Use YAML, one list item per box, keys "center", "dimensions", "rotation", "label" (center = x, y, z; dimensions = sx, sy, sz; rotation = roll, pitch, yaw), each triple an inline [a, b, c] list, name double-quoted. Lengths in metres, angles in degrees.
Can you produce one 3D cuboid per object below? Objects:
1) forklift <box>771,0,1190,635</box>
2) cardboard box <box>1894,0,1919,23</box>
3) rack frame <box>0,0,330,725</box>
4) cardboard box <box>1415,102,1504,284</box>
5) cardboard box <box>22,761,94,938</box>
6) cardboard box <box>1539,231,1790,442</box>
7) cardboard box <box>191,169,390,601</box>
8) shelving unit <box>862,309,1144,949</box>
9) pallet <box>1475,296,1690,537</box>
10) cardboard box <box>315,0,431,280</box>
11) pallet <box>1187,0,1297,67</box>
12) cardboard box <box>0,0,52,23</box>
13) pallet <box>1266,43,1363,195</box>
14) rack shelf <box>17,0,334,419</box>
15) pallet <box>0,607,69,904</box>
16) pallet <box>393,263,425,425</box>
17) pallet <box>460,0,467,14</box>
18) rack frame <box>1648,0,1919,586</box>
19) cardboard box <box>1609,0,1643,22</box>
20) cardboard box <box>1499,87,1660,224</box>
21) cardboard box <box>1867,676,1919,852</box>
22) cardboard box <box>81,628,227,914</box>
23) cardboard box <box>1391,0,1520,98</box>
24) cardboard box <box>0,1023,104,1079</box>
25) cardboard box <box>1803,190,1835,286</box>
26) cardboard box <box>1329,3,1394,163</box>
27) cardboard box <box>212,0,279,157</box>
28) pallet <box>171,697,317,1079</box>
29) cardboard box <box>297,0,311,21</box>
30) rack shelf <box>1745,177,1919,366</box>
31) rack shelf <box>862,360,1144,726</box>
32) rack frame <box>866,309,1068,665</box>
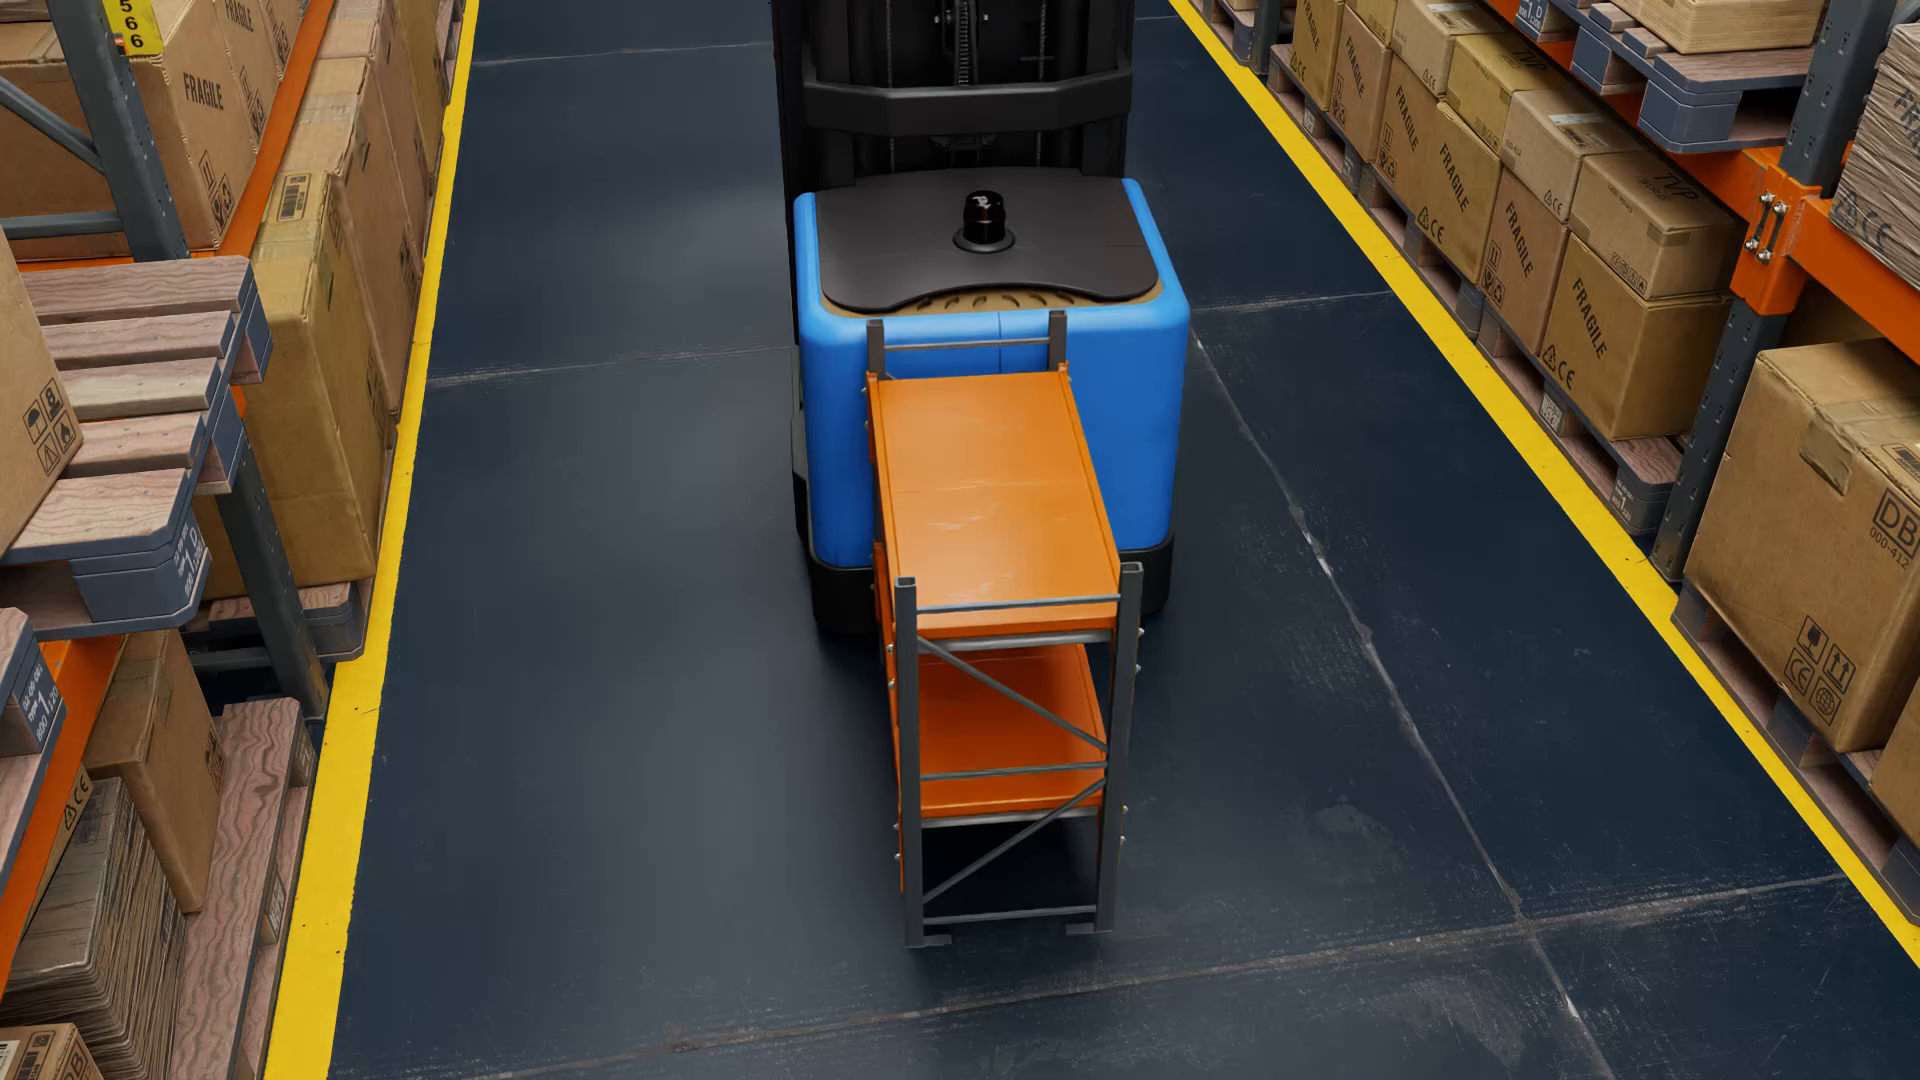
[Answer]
- center: [-0.045, -1.778, 5.150]
  dimensions: [1.130, 2.935, 3.031]
  rotation: [-4, 38, -4]
  label: "forklift"
- center: [2.760, -1.495, 4.592]
  dimensions: [0.380, 0.149, 0.250]
  rotation: [-7, 38, -9]
  label: "cardboard box"
- center: [-2.261, -0.664, 3.660]
  dimensions: [1.000, 3.000, 0.127]
  rotation: [-6, 38, -8]
  label: "rack frame"
- center: [2.071, -1.316, 6.194]
  dimensions: [0.500, 0.500, 0.500]
  rotation: [-8, 39, -10]
  label: "cardboard box"
- center: [-2.011, 0.574, 3.134]
  dimensions: [0.500, 0.250, 0.500]
  rotation: [-2, 38, -3]
  label: "cardboard box"
- center: [2.267, -0.684, 5.381]
  dimensions: [0.500, 0.500, 0.500]
  rotation: [-6, 38, -8]
  label: "cardboard box"
- center: [-2.361, -0.410, 4.722]
  dimensions: [1.225, 0.875, 0.875]
  rotation: [-8, 39, -10]
  label: "cardboard box"
- center: [0.068, 0.202, 4.073]
  dimensions: [0.538, 1.125, 1.048]
  rotation: [-4, 38, -5]
  label: "shelving unit"
- center: [2.505, -0.507, 5.731]
  dimensions: [1.003, 0.211, 1.213]
  rotation: [-6, 38, -8]
  label: "pallet"
- center: [-2.673, -1.483, 6.103]
  dimensions: [1.225, 0.875, 0.875]
  rotation: [-7, 38, -10]
  label: "cardboard box"
- center: [1.786, -2.853, 8.750]
  dimensions: [1.003, 0.211, 1.213]
  rotation: [-6, 38, -8]
  label: "pallet"
- center: [-2.373, -1.543, 3.892]
  dimensions: [0.797, 0.503, 0.637]
  rotation: [-5, 38, -6]
  label: "cardboard box"
- center: [2.077, -1.981, 7.628]
  dimensions: [1.003, 0.211, 1.213]
  rotation: [-6, 38, -8]
  label: "pallet"
- center: [-2.611, -1.588, 5.435]
  dimensions: [1.077, 0.370, 4.000]
  rotation: [-6, 38, -8]
  label: "rack shelf"
- center: [-1.873, 0.603, 2.185]
  dimensions: [1.003, 0.211, 1.213]
  rotation: [-6, 38, -8]
  label: "pallet"
- center: [-2.535, -0.782, 6.085]
  dimensions: [1.003, 0.211, 1.213]
  rotation: [-6, 38, -8]
  label: "pallet"
- center: [-3.235, -3.185, 9.177]
  dimensions: [1.003, 0.211, 1.213]
  rotation: [-6, 38, -8]
  label: "pallet"
- center: [2.640, -1.136, 4.268]
  dimensions: [1.000, 3.000, 0.127]
  rotation: [-6, 38, -8]
  label: "rack frame"
- center: [2.059, -1.602, 4.729]
  dimensions: [0.380, 0.149, 0.250]
  rotation: [-6, 38, -8]
  label: "cardboard box"
- center: [2.163, -1.300, 5.562]
  dimensions: [0.500, 0.250, 0.500]
  rotation: [-6, 38, -7]
  label: "cardboard box"
- center: [2.815, 0.491, 3.664]
  dimensions: [1.050, 0.750, 0.750]
  rotation: [-6, 38, -7]
  label: "cardboard box"
- center: [-2.123, 0.552, 3.773]
  dimensions: [0.700, 0.500, 0.500]
  rotation: [-8, 39, -10]
  label: "cardboard box"
- center: [1.989, -1.923, 6.364]
  dimensions: [0.500, 0.250, 0.500]
  rotation: [-5, 38, -6]
  label: "cardboard box"
- center: [-1.907, 1.227, 2.904]
  dimensions: [0.700, 0.500, 0.500]
  rotation: [-3, 38, -4]
  label: "cardboard box"
- center: [2.758, -1.054, 5.245]
  dimensions: [0.500, 0.250, 0.500]
  rotation: [-8, 39, -10]
  label: "cardboard box"
- center: [1.902, -1.937, 6.993]
  dimensions: [0.500, 0.500, 0.500]
  rotation: [-5, 38, -6]
  label: "cardboard box"
- center: [-2.171, -1.337, 4.445]
  dimensions: [0.500, 0.500, 0.500]
  rotation: [-7, 38, -9]
  label: "cardboard box"
- center: [-2.125, 0.909, 3.907]
  dimensions: [1.003, 0.211, 1.213]
  rotation: [-6, 38, -8]
  label: "pallet"
- center: [-2.350, -1.949, 5.232]
  dimensions: [0.500, 0.500, 0.500]
  rotation: [-6, 38, -8]
  label: "cardboard box"
- center: [2.991, 0.356, 2.933]
  dimensions: [1.077, 0.370, 4.000]
  rotation: [-6, 38, -8]
  label: "rack shelf"
- center: [0.068, -0.029, 3.893]
  dimensions: [0.538, 0.278, 1.000]
  rotation: [-4, 38, -5]
  label: "rack shelf"
- center: [0.017, -0.108, 4.472]
  dimensions: [0.500, 1.125, 0.032]
  rotation: [-4, 38, -5]
  label: "rack frame"
